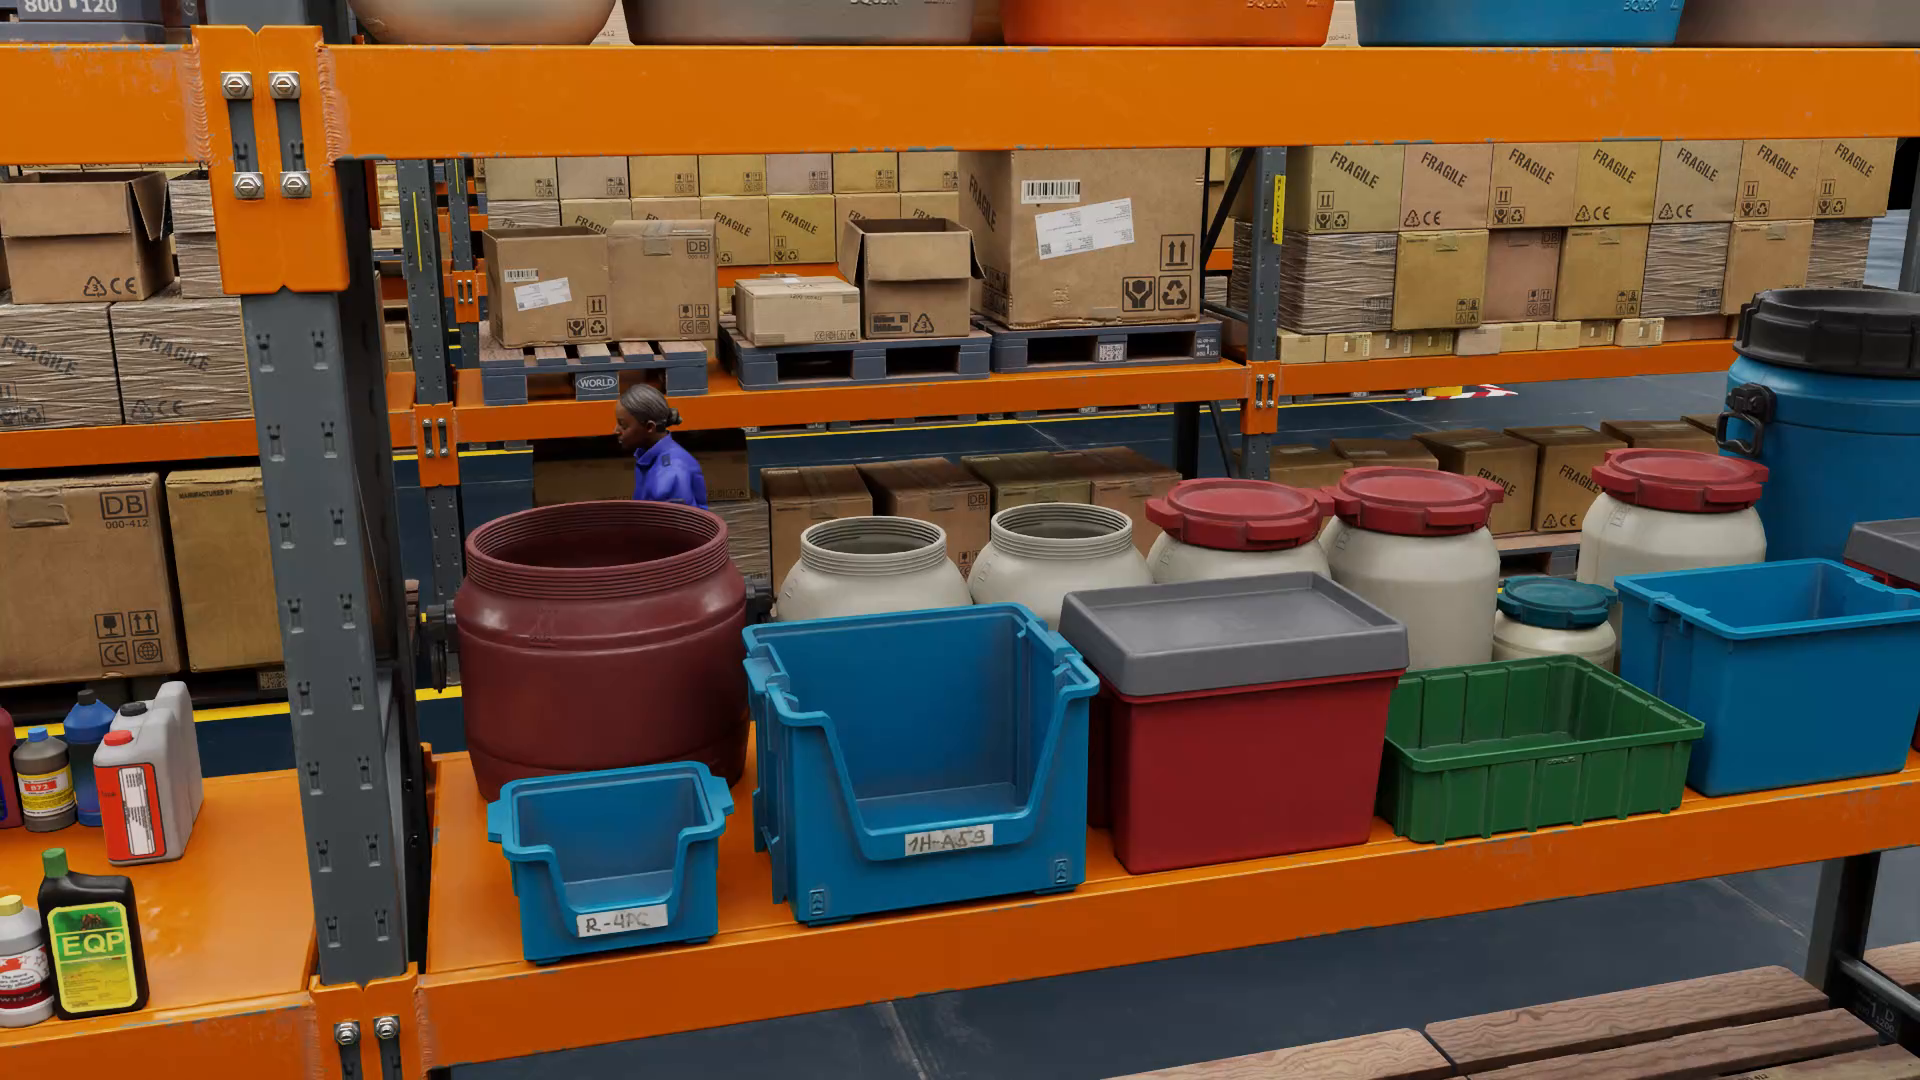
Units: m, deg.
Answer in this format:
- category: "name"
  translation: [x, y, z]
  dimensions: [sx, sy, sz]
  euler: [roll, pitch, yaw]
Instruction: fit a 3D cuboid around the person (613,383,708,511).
- category: "person"
  translation: [-1.104, 0.180, 6.293]
  dimensions: [0.351, 1.584, 0.495]
  euler: [-6, 17, -19]
